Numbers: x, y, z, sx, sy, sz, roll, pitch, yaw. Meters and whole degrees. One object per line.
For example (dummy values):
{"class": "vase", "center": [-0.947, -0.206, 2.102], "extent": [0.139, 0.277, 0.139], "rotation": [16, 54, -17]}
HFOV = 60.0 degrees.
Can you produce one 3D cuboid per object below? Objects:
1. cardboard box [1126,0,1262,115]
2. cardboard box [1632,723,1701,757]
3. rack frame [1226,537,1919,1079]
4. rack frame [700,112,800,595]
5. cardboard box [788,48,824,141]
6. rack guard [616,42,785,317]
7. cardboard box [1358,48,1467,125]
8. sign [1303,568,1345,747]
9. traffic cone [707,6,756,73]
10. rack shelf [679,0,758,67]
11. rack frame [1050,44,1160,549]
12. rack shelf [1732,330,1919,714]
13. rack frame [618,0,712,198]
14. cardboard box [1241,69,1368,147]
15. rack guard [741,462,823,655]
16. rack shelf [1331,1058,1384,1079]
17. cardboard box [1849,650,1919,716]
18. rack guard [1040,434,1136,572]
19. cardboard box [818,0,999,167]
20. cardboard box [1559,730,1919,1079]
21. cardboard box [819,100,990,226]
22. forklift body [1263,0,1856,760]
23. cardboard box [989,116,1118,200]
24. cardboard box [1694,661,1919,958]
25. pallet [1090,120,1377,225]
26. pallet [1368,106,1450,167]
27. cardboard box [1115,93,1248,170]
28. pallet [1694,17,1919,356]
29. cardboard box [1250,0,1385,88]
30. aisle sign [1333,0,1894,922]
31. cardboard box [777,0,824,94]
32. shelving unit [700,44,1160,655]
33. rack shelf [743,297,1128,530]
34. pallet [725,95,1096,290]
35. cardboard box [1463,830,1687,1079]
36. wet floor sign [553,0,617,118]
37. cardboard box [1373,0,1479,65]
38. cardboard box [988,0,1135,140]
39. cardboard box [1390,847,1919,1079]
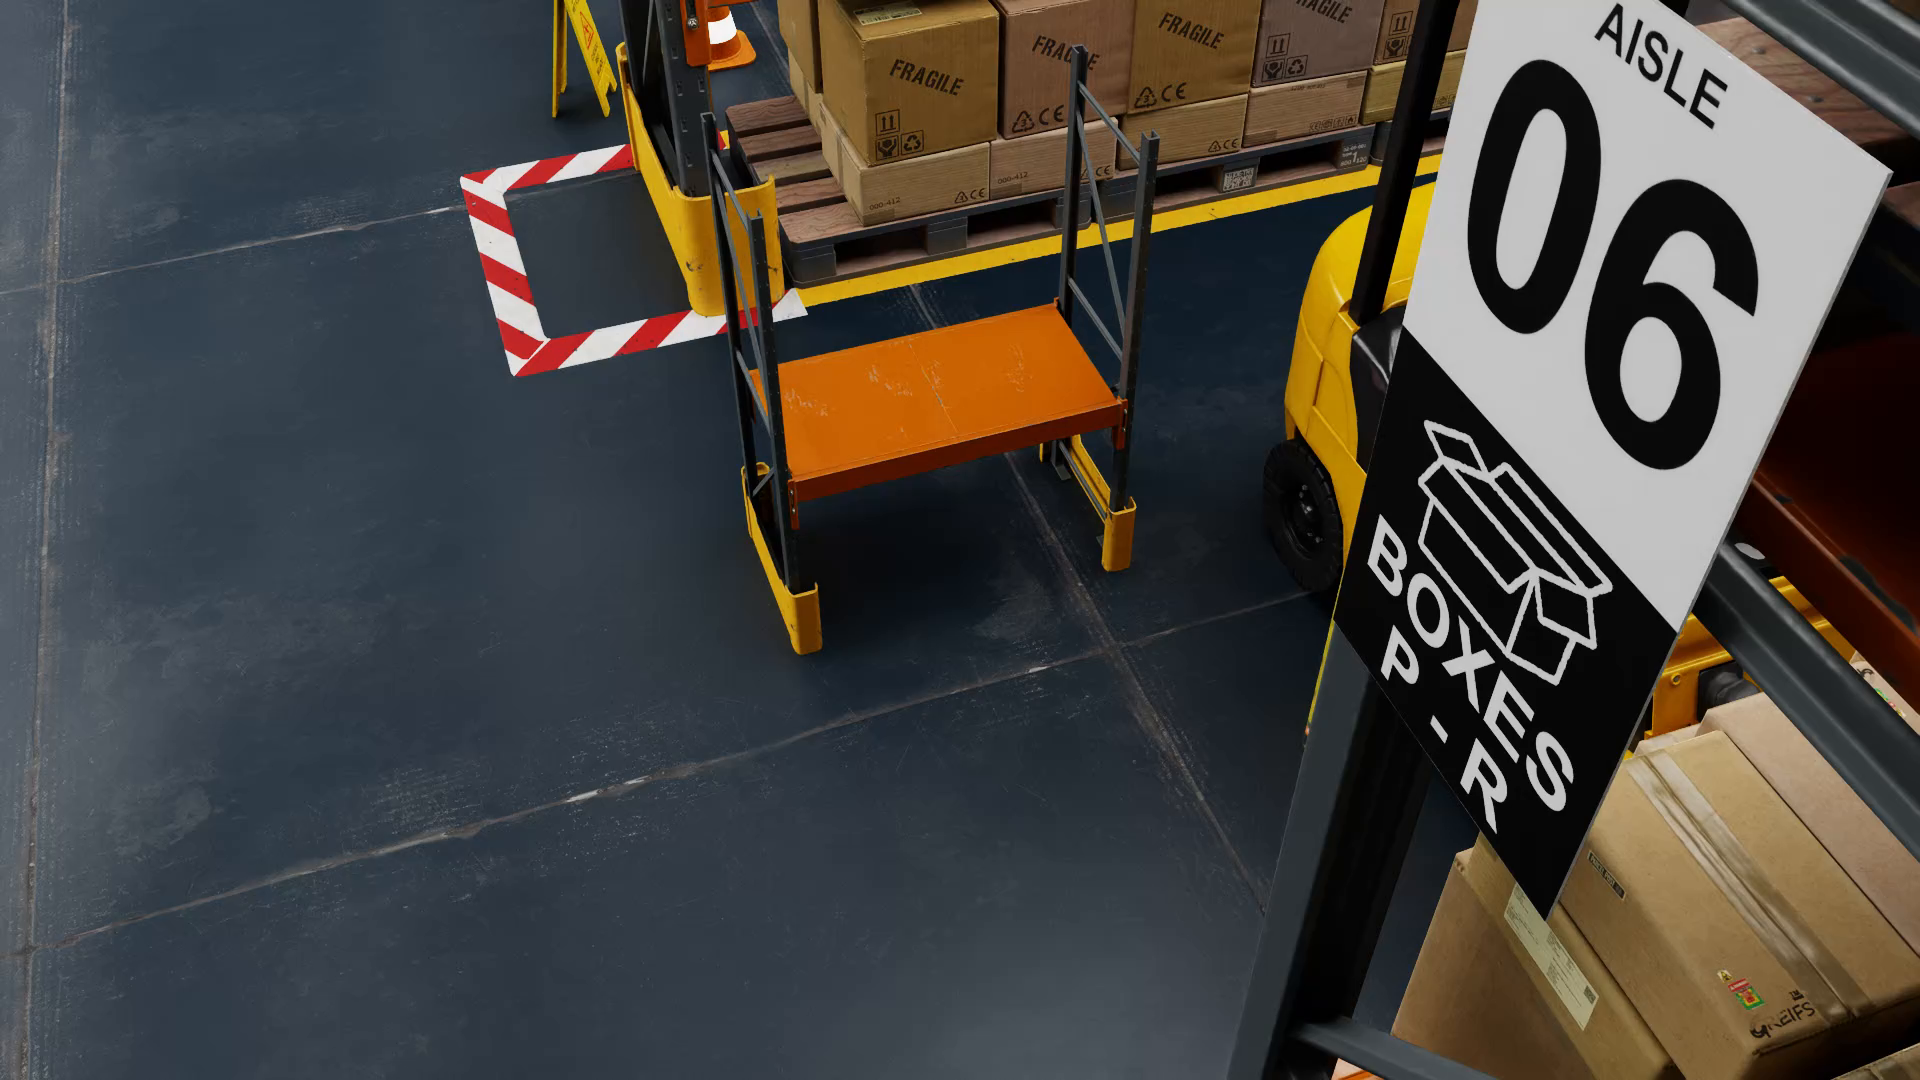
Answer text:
{"class": "cardboard box", "center": [0.777, -1.974, 6.215], "extent": [0.500, 0.500, 0.500], "rotation": [-13, 47, -13]}
{"class": "cardboard box", "center": [1.088, 0.419, 2.186], "extent": [0.250, 0.149, 0.380], "rotation": [-14, 47, -13]}
{"class": "rack frame", "center": [0.627, 1.034, 2.101], "extent": [0.127, 3.000, 1.000], "rotation": [-14, 47, -14]}
{"class": "rack frame", "center": [-0.558, -0.387, 4.576], "extent": [0.032, 1.500, 0.500], "rotation": [-14, 47, -14]}
{"class": "cardboard box", "center": [-0.371, -1.828, 6.599], "extent": [0.500, 0.250, 0.500], "rotation": [-15, 47, -14]}
{"class": "rack guard", "center": [-0.991, -1.407, 6.300], "extent": [0.348, 0.500, 1.175], "rotation": [-14, 47, -14]}
{"class": "cardboard box", "center": [1.738, -1.955, 6.726], "extent": [0.500, 0.250, 0.500], "rotation": [-15, 47, -15]}
{"class": "sign", "center": [0.455, 0.177, 1.971], "extent": [0.005, 0.325, 0.100], "rotation": [-14, 47, -14]}
{"class": "traffic cone", "center": [-1.096, -2.339, 7.254], "extent": [0.334, 0.463, 0.336], "rotation": [-14, 47, -14]}
{"class": "rack shelf", "center": [0.819, -2.499, 6.130], "extent": [4.000, 0.370, 1.077], "rotation": [-14, 47, -14]}
{"class": "rack frame", "center": [0.398, -0.631, 4.820], "extent": [0.032, 1.500, 0.500], "rotation": [-14, 47, -14]}
{"class": "rack shelf", "center": [2.508, -0.251, 1.773], "extent": [4.000, 0.370, 1.077], "rotation": [-14, 47, -14]}
{"class": "rack frame", "center": [-1.062, -2.271, 5.396], "extent": [0.127, 3.000, 1.000], "rotation": [-14, 47, -14]}
{"class": "cardboard box", "center": [1.258, -1.836, 6.607], "extent": [0.500, 0.250, 0.500], "rotation": [-14, 47, -13]}
{"class": "rack guard", "center": [-0.540, 0.050, 5.024], "extent": [0.087, 0.250, 0.587], "rotation": [-14, 47, -14]}
{"class": "rack shelf", "center": [2.508, 0.807, 2.835], "extent": [4.000, 0.370, 1.077], "rotation": [-14, 47, -14]}
{"class": "cardboard box", "center": [1.350, 0.278, 2.117], "extent": [0.250, 0.149, 0.380], "rotation": [-13, 47, -13]}
{"class": "rack guard", "center": [0.397, -0.190, 5.263], "extent": [0.087, 0.250, 0.587], "rotation": [-14, 47, -14]}
{"class": "cardboard box", "center": [-0.187, -1.730, 5.971], "extent": [0.500, 0.500, 0.500], "rotation": [-16, 47, -15]}
{"class": "cardboard box", "center": [0.892, 0.439, 1.956], "extent": [0.250, 0.149, 0.380], "rotation": [-14, 47, -14]}
{"class": "cardboard box", "center": [-0.210, -1.459, 6.231], "extent": [0.500, 0.250, 0.500], "rotation": [-15, 47, -14]}
{"class": "forklift body", "center": [1.791, -0.337, 4.068], "extent": [1.214, 2.155, 2.313], "rotation": [-14, 47, -14]}
{"class": "cardboard box", "center": [0.273, -1.577, 6.348], "extent": [0.500, 0.250, 0.500], "rotation": [-13, 46, -12]}
{"class": "cardboard box", "center": [1.113, 0.359, 2.036], "extent": [0.250, 0.149, 0.380], "rotation": [-14, 47, -14]}
{"class": "pallet", "center": [0.931, -1.768, 6.863], "extent": [1.213, 0.211, 1.003], "rotation": [-14, 47, -14]}
{"class": "pallet", "center": [2.080, -2.064, 7.158], "extent": [1.213, 0.211, 1.003], "rotation": [-14, 47, -14]}
{"class": "cardboard box", "center": [0.782, -1.716, 6.488], "extent": [0.500, 0.250, 0.500], "rotation": [-11, 46, -11]}
{"class": "pallet", "center": [1.301, -0.146, 1.222], "extent": [1.213, 0.211, 1.003], "rotation": [-14, 47, -14]}
{"class": "cardboard box", "center": [1.277, -2.108, 6.348], "extent": [0.500, 0.500, 0.500], "rotation": [-12, 46, -12]}
{"class": "aisle sign", "center": [0.465, -0.063, 1.360], "extent": [0.004, 0.787, 0.394], "rotation": [-14, 47, -14]}
{"class": "cardboard box", "center": [-0.397, -2.080, 6.321], "extent": [0.500, 0.500, 0.500], "rotation": [-14, 47, -14]}
{"class": "shelving unit", "center": [-0.072, -0.511, 4.701], "extent": [1.083, 1.500, 0.587], "rotation": [-14, 47, -14]}
{"class": "rack shelf", "center": [-0.080, -0.382, 4.826], "extent": [1.000, 0.185, 0.538], "rotation": [-14, 47, -14]}
{"class": "pallet", "center": [-0.215, -1.477, 6.573], "extent": [1.213, 0.211, 1.003], "rotation": [-14, 47, -14]}
{"class": "cardboard box", "center": [0.858, 0.500, 2.105], "extent": [0.250, 0.149, 0.380], "rotation": [-14, 47, -13]}
{"class": "wet floor sign", "center": [-1.604, -2.108, 6.895], "extent": [0.232, 0.644, 0.267], "rotation": [0, 45, 0]}
{"class": "cardboard box", "center": [1.757, -2.231, 6.471], "extent": [0.500, 0.500, 0.500], "rotation": [-14, 47, -13]}
{"class": "cardboard box", "center": [0.303, -1.858, 6.100], "extent": [0.500, 0.500, 0.500], "rotation": [-16, 47, -15]}
{"class": "cardboard box", "center": [1.000, 0.706, 2.358], "extent": [0.500, 0.500, 0.500], "rotation": [-15, 47, -15]}
